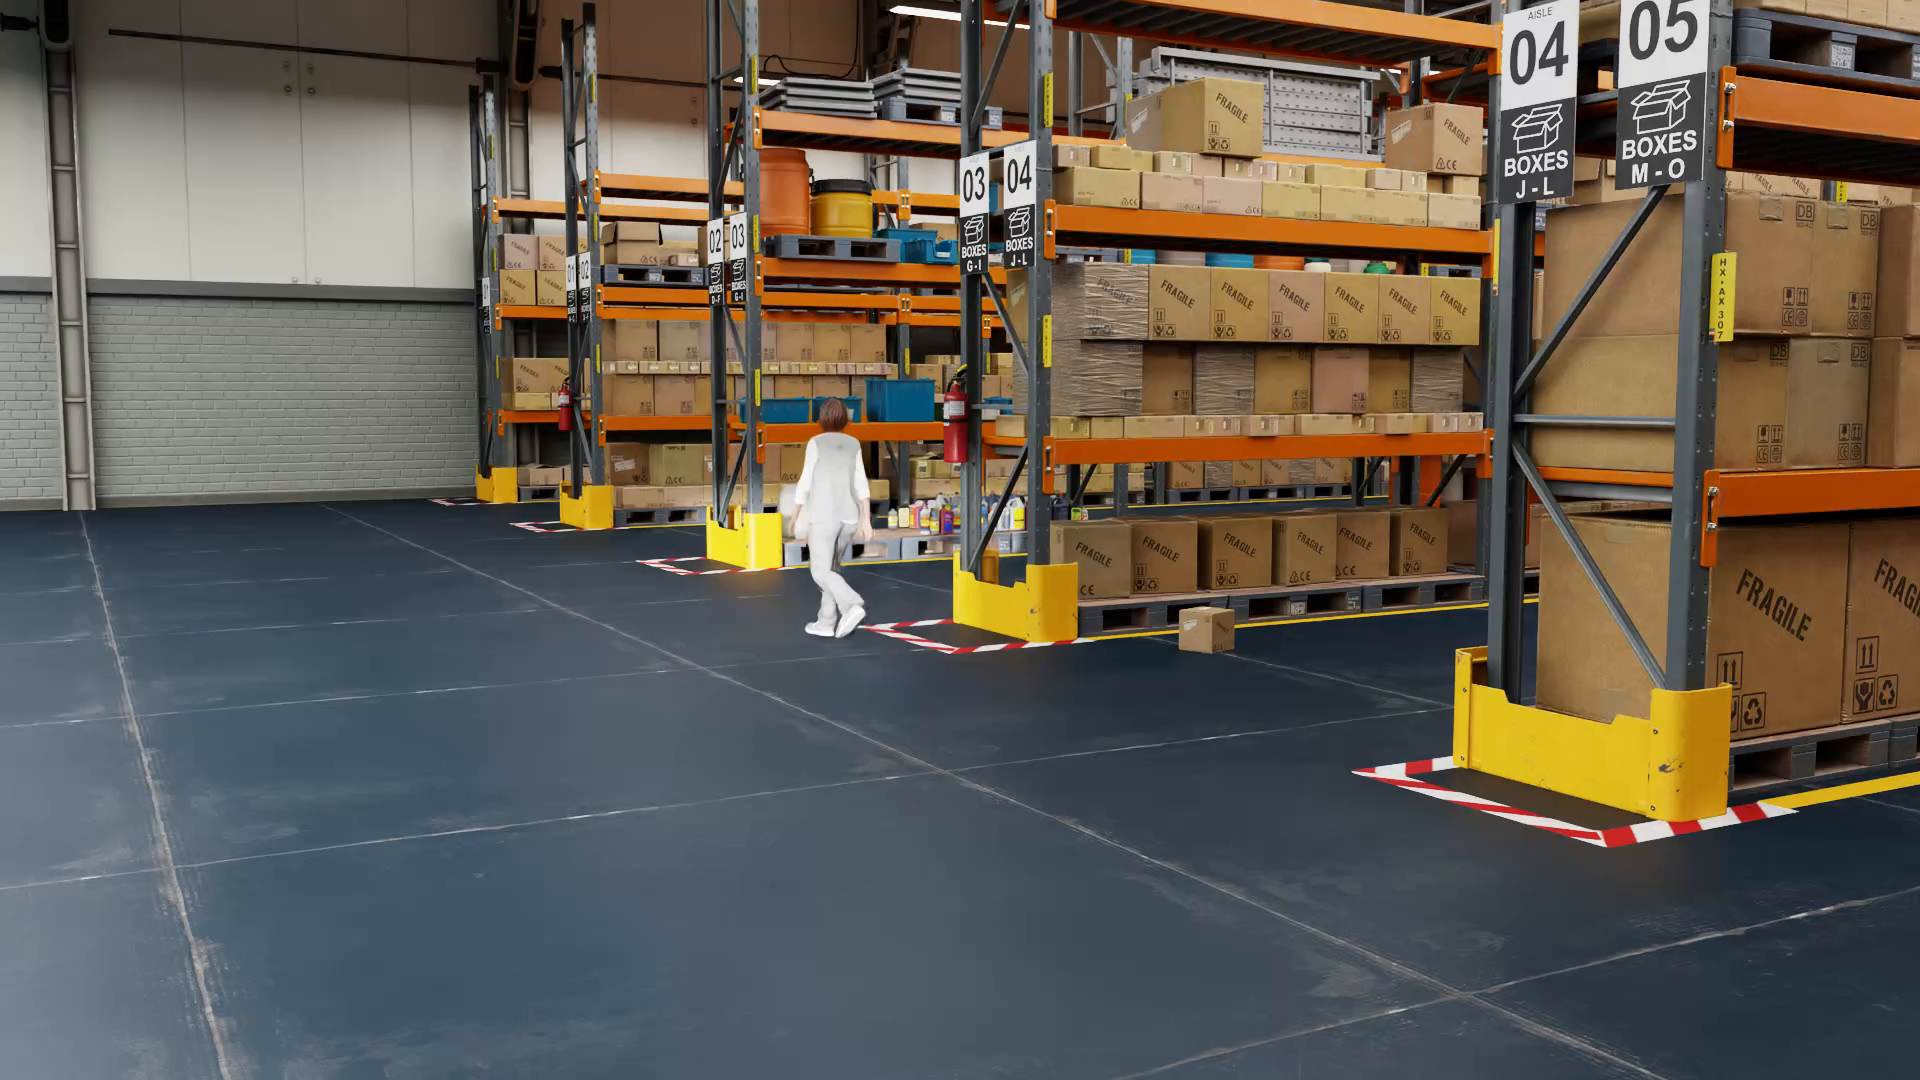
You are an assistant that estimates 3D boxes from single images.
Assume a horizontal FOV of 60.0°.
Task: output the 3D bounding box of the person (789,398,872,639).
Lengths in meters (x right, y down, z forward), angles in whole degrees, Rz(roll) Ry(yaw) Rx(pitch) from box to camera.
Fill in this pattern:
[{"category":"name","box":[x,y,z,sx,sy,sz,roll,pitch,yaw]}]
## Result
[{"category":"person","box":[-0.780,-0.127,10.571,0.440,1.549,0.875,-3,6,-33]}]
